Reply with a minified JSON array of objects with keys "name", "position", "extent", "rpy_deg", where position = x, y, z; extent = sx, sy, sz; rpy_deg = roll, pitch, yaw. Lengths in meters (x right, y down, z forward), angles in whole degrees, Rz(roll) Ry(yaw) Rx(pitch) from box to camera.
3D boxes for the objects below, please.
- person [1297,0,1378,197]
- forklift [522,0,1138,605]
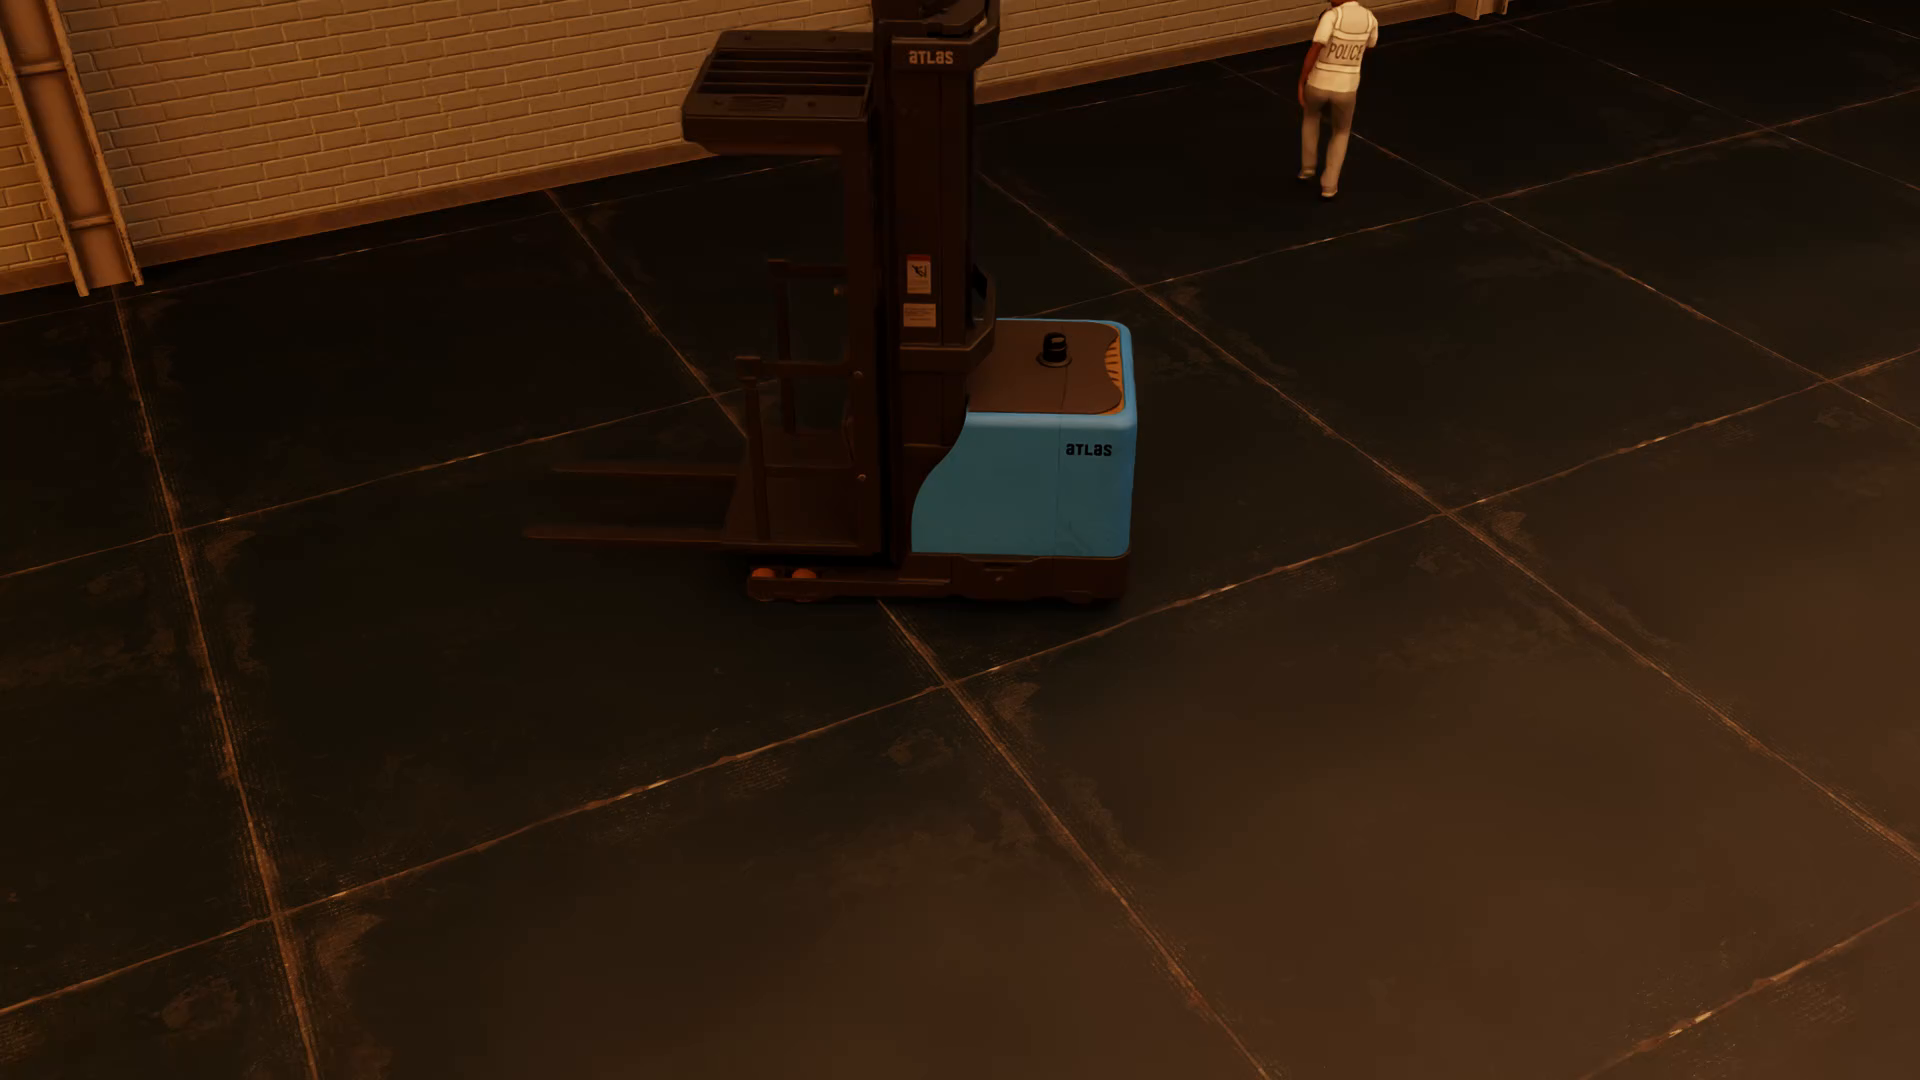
[{"name":"person","position":[2.662,-3.219,11.886],"extent":[0.548,1.660,0.740],"rpy_deg":[3,35,5]},{"name":"forklift","position":[-0.664,-1.190,7.807],"extent":[3.031,2.935,1.130],"rpy_deg":[2,35,2]}]
